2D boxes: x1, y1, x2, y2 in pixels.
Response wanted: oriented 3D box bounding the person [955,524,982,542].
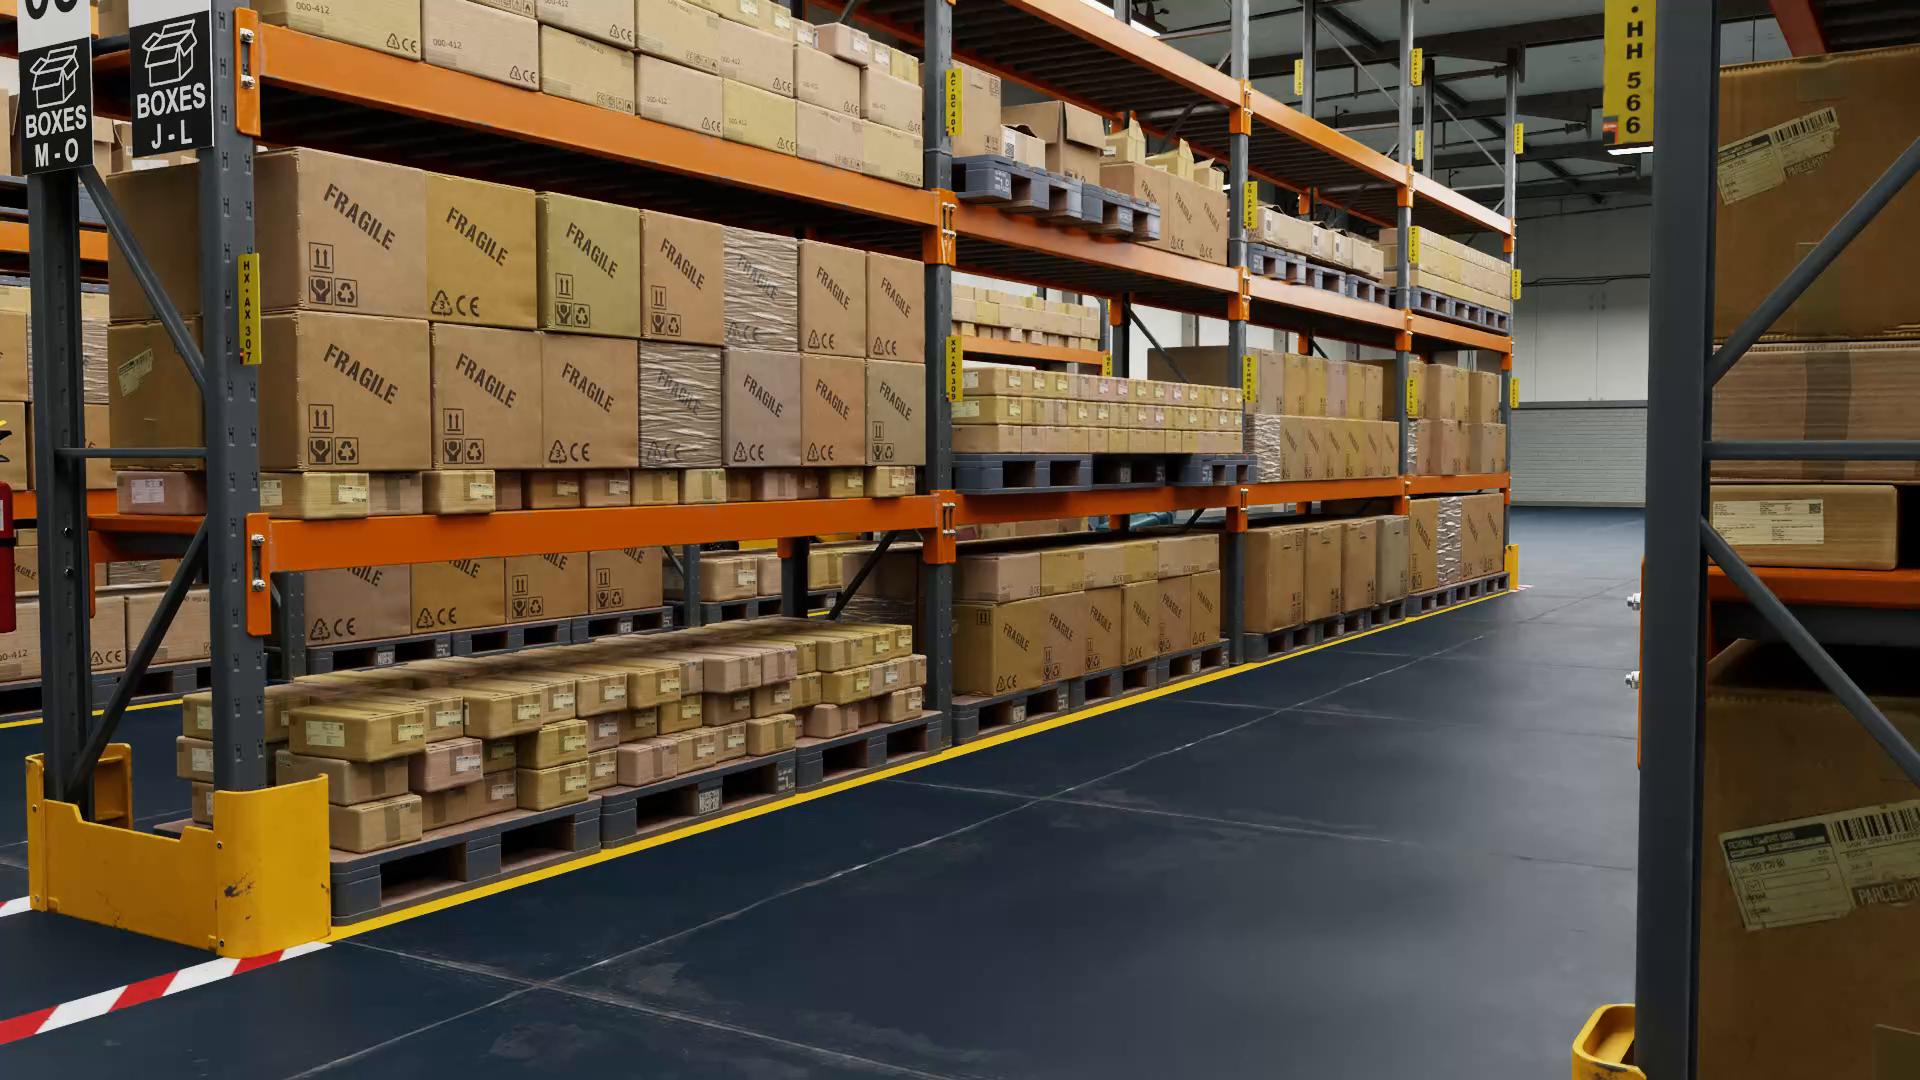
[{"bbox_3d":[-0.028,-0.088,14.796,0.489,1.674,0.356,2,3,29],"label":"person"}]
